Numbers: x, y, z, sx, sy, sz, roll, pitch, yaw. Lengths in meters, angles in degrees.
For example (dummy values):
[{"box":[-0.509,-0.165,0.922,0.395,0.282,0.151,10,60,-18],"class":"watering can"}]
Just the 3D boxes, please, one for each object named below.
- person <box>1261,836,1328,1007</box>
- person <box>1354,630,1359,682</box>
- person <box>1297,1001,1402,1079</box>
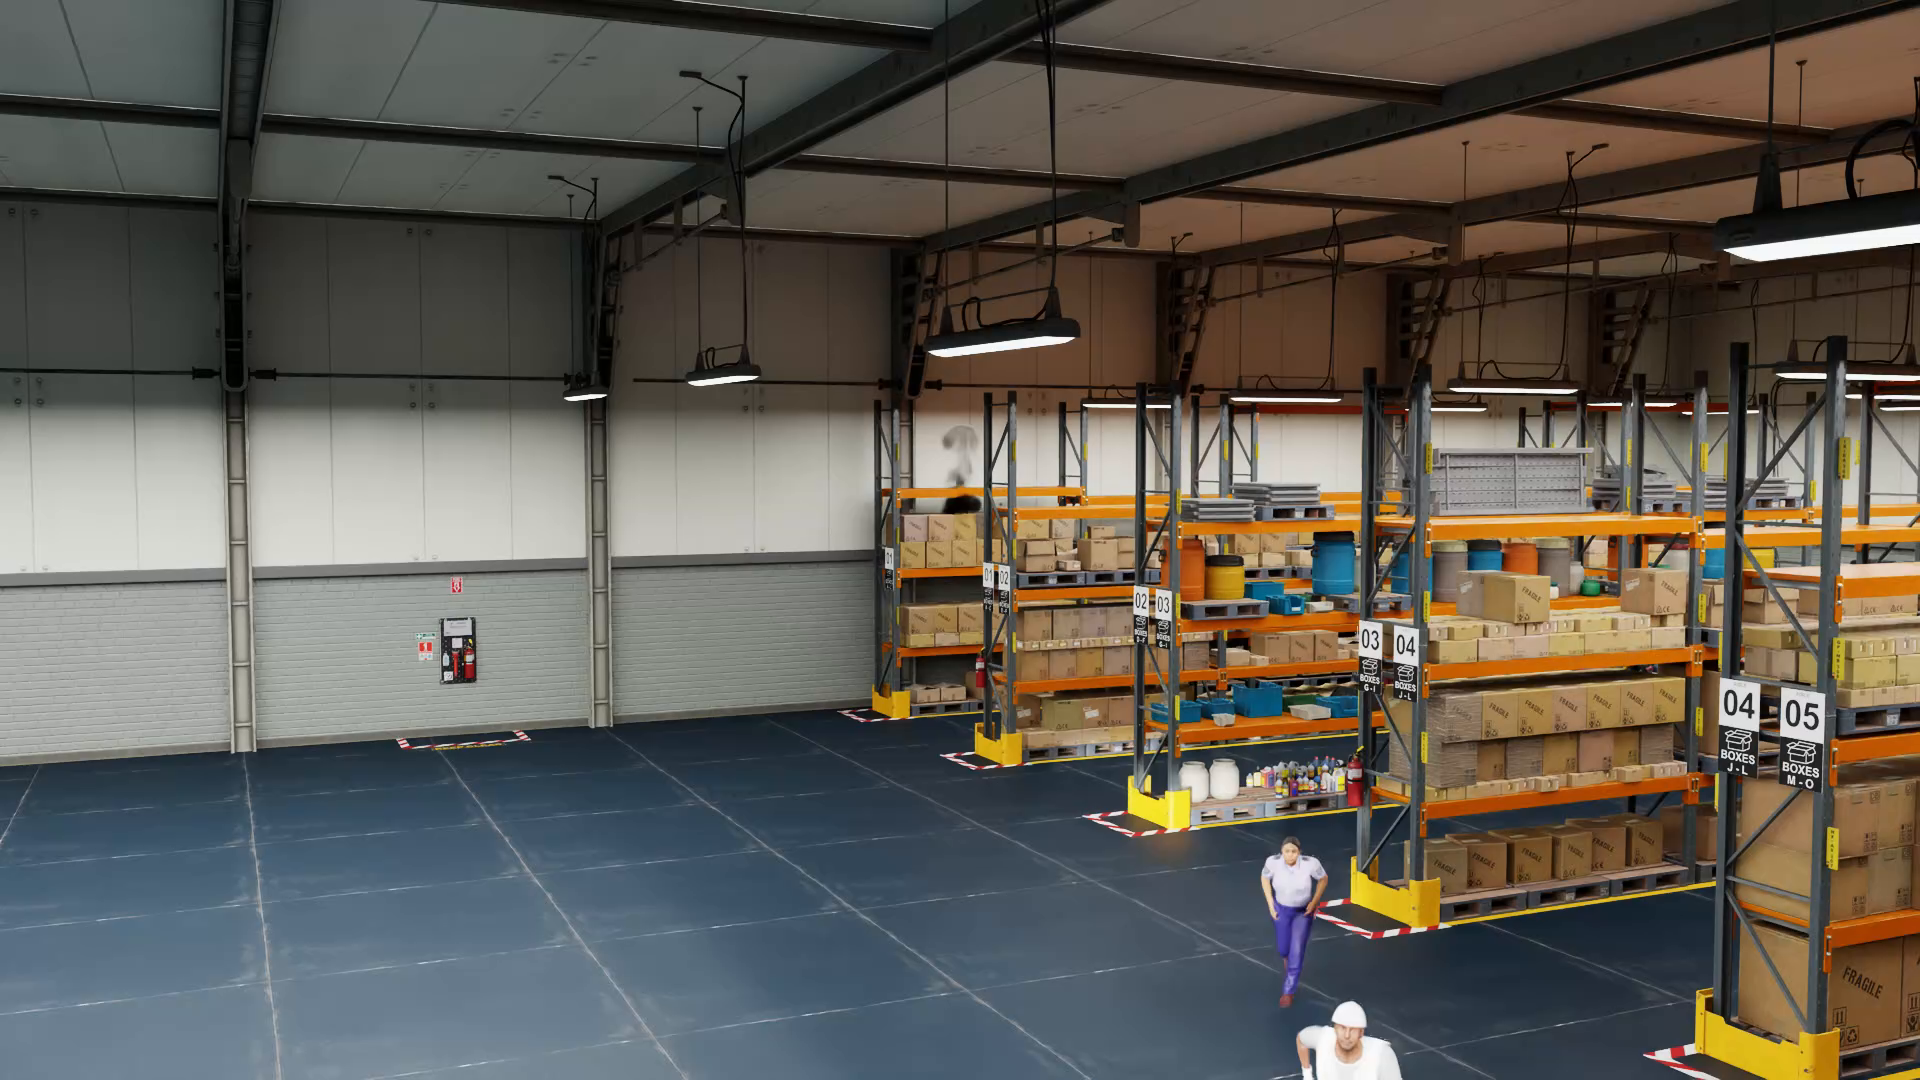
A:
[{"box":[3.131,3.497,15.572,0.611,1.609,0.881,1,3,13],"class":"person"},{"box":[8.155,2.376,33.792,0.530,1.654,0.604,-2,4,-26],"class":"person"},{"box":[2.430,3.687,10.431,0.665,1.693,0.860,1,3,15],"class":"person"}]
